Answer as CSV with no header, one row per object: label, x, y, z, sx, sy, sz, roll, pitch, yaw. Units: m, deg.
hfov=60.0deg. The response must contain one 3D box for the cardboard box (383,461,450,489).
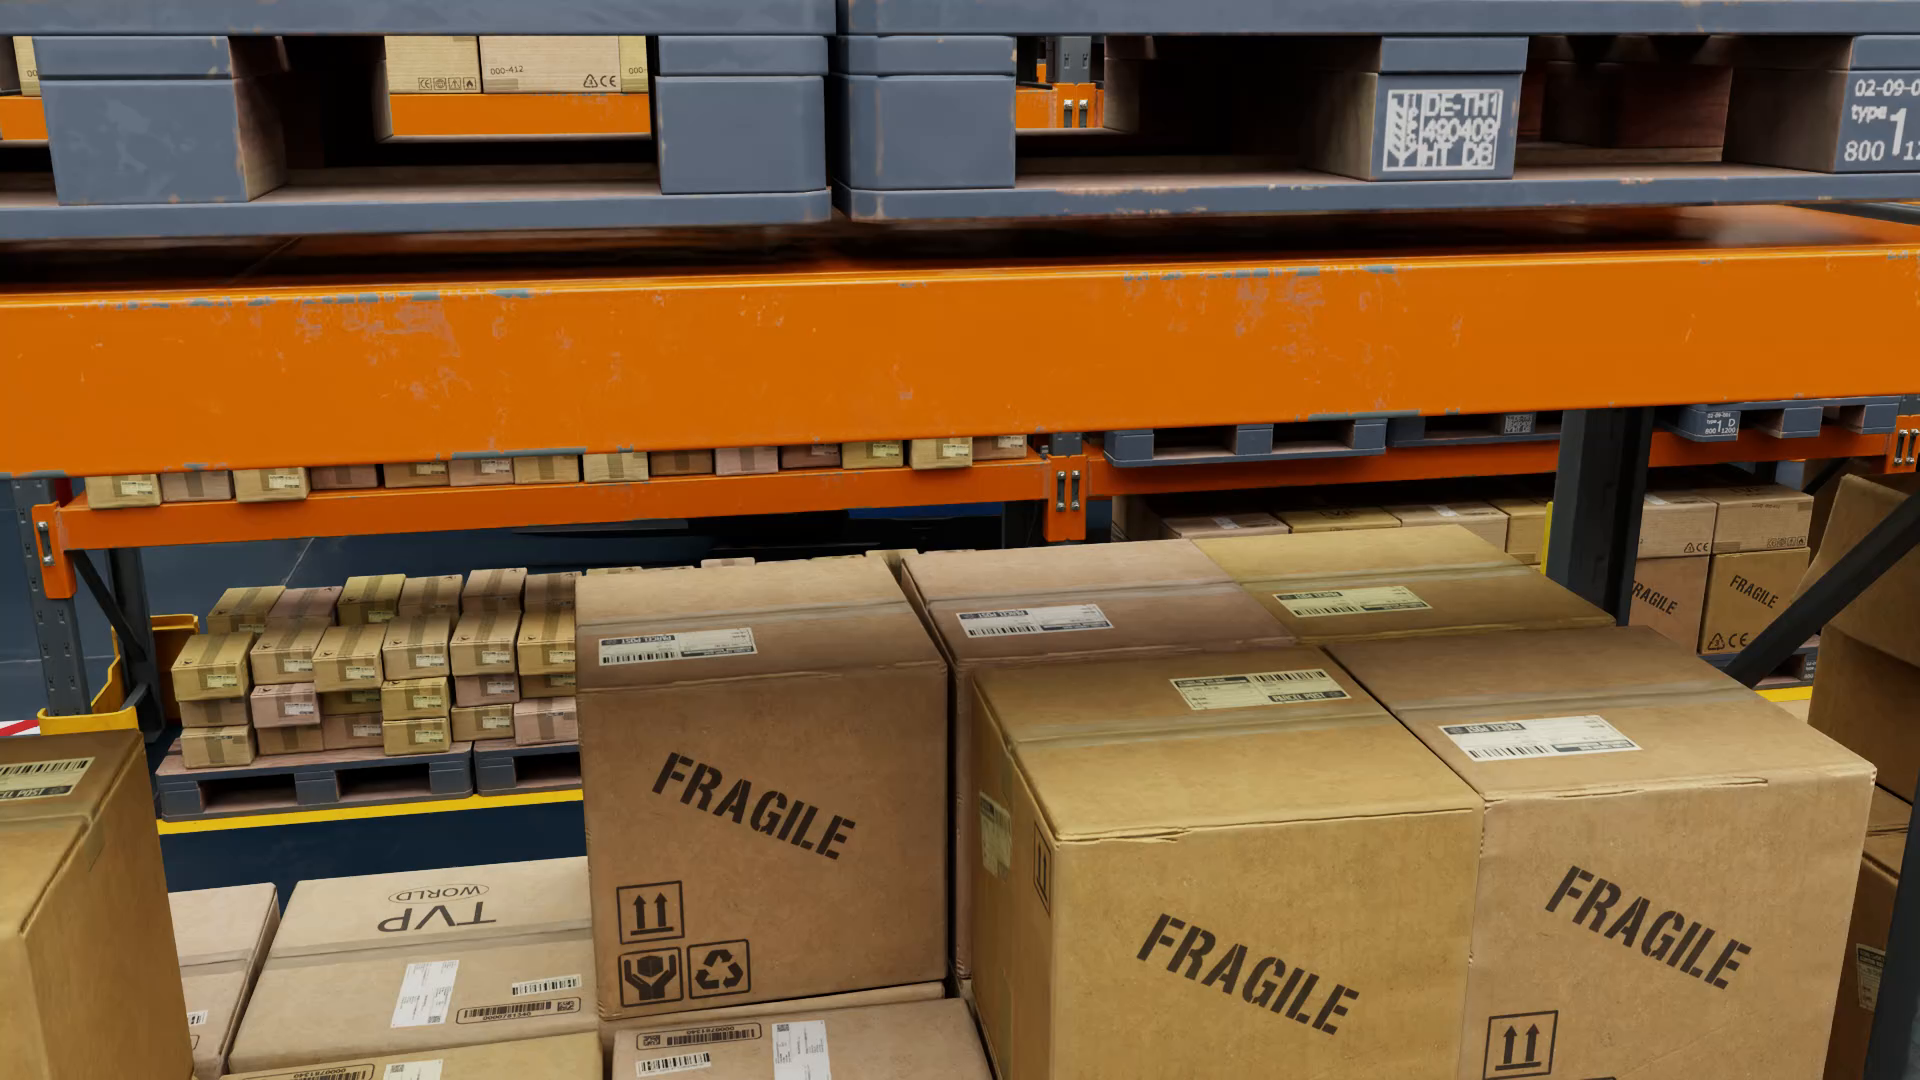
cardboard box,-2.174,-0.333,6.715,0.250,0.149,0.380,-3,17,-11

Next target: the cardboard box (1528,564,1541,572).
cardboard box,2.661,0.281,7.831,0.500,0.500,0.500,-4,18,-13

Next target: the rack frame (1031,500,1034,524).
rack frame,0.414,-0.532,10.128,0.032,1.125,0.500,-1,17,-5

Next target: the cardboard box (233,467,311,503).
cardboard box,-2.674,-0.271,6.513,0.250,0.149,0.380,-4,17,-12

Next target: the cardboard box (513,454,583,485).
cardboard box,-1.668,-0.347,6.760,0.250,0.149,0.380,-3,17,-8

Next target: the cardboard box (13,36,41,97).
cardboard box,-3.081,-1.755,6.065,0.500,0.250,0.500,-3,17,-8

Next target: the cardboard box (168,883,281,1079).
cardboard box,-1.305,0.763,2.467,0.500,0.250,0.500,-4,17,-12

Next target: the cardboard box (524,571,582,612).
cardboard box,-1.811,0.275,7.435,0.250,0.149,0.380,-4,17,-12

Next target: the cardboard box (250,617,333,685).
cardboard box,-2.743,0.455,6.850,0.250,0.149,0.380,-3,17,-9

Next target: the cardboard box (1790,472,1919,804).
cardboard box,1.824,0.206,2.655,0.637,0.503,0.797,-4,17,-12

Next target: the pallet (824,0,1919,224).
pallet,0.394,-0.578,2.127,1.213,0.211,1.003,-3,17,-10

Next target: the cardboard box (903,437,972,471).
cardboard box,-0.111,-0.415,6.983,0.250,0.149,0.380,-4,17,-12

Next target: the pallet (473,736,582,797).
pallet,-1.496,0.785,7.397,1.213,0.211,1.003,-3,17,-10

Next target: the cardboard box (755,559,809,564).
cardboard box,-0.793,0.220,7.613,0.250,0.149,0.380,-4,17,-12

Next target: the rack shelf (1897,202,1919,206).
rack shelf,3.163,-0.431,2.721,4.000,0.370,1.077,-3,17,-10

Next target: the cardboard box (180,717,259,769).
cardboard box,-2.995,0.783,6.793,0.250,0.149,0.380,-3,17,-9

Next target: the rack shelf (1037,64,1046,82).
rack shelf,1.283,-3.287,12.023,4.000,0.370,1.077,-3,17,-10

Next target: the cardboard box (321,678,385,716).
cardboard box,-2.504,0.585,6.933,0.250,0.149,0.380,-3,17,-10

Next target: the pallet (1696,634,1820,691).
pallet,3.517,0.489,8.361,1.213,0.211,1.003,-3,17,-10

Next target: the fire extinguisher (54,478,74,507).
fire extinguisher,-3.905,-0.346,7.095,0.183,0.674,0.296,-3,17,-10

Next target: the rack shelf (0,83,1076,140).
rack shelf,-1.607,-1.643,6.670,4.000,0.370,1.077,-3,17,-10

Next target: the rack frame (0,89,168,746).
rack frame,-3.570,-0.442,6.642,0.127,3.000,1.000,-3,17,-10

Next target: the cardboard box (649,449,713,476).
cardboard box,-1.164,-0.388,6.894,0.250,0.149,0.380,-4,17,-11

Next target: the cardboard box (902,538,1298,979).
cardboard box,0.195,0.320,2.633,0.500,0.500,0.500,-3,17,-10

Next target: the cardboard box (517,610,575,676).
cardboard box,-1.703,0.426,6.945,0.250,0.149,0.380,-3,17,-10

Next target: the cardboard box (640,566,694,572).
cardboard box,-1.310,0.250,7.517,0.250,0.149,0.380,-4,18,-13

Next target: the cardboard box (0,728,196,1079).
cardboard box,-1.208,0.557,1.860,0.500,0.500,0.500,-4,17,-12

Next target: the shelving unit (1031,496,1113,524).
shelving unit,0.920,-0.545,10.170,1.048,1.125,0.538,-1,17,-5

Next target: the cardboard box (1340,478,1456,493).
cardboard box,2.064,-0.202,8.124,0.500,0.250,0.500,-4,18,-13

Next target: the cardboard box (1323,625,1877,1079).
cardboard box,0.798,0.445,2.227,0.500,0.500,0.500,-3,17,-9

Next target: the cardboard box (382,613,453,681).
cardboard box,-2.244,0.440,6.898,0.250,0.149,0.380,-4,18,-13

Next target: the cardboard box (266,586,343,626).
cardboard box,-2.841,0.336,7.237,0.250,0.149,0.380,-3,17,-9

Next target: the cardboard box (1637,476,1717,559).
cardboard box,3.169,-0.107,7.816,0.500,0.250,0.500,-3,17,-10

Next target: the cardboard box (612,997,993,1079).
cardboard box,-0.194,0.859,2.156,0.500,0.250,0.500,-3,17,-9

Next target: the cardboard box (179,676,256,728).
cardboard box,-3.007,0.623,6.809,0.250,0.149,0.380,-3,17,-8

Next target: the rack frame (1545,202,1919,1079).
rack frame,1.199,0.771,2.693,0.127,3.000,1.000,-3,17,-10

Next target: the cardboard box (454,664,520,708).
cardboard box,-1.989,0.559,7.015,0.250,0.149,0.380,-4,18,-13

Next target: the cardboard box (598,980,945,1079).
cardboard box,-0.309,0.708,2.648,0.500,0.250,0.500,-3,17,-9

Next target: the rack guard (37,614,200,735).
rack guard,-3.496,0.749,7.022,0.348,0.500,1.175,-3,17,-10

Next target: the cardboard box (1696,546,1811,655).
cardboard box,3.688,0.219,8.033,0.500,0.500,0.500,-3,17,-11

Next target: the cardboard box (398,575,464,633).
cardboard box,-2.344,0.289,7.390,0.250,0.149,0.380,-4,18,-13

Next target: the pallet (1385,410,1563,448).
pallet,2.349,-0.674,7.723,1.213,0.211,1.003,-3,17,-10

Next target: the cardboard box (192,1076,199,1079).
cardboard box,-1.203,0.916,1.968,0.500,0.250,0.500,-4,17,-12

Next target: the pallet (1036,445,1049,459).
pallet,0.062,-0.818,12.615,1.213,0.211,1.003,-3,17,-10

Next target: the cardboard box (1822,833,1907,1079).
cardboard box,1.698,0.769,2.528,0.500,0.500,0.500,-3,17,-10

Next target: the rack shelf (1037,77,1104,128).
rack shelf,2.321,-1.866,7.395,4.000,0.370,1.077,-3,17,-10

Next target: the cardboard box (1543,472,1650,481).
cardboard box,3.064,-0.255,8.298,0.500,0.250,0.500,-3,17,-11

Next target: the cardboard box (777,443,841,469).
cardboard box,-0.651,-0.423,7.009,0.250,0.149,0.380,-4,17,-12

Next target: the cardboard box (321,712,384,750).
cardboard box,-2.511,0.729,6.969,0.250,0.149,0.380,-3,17,-10

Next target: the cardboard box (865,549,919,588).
cardboard box,-0.302,0.171,7.774,0.250,0.149,0.380,-2,17,-8

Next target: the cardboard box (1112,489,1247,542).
cardboard box,1.041,-0.143,7.935,0.500,0.250,0.500,-4,17,-12

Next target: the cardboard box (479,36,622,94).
cardboard box,-1.551,-1.842,6.345,0.500,0.250,0.500,-3,17,-11

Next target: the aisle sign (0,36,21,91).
aisle sign,-3.699,-1.767,6.528,0.004,0.787,0.394,-3,17,-10

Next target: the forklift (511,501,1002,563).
forklift,-1.142,-1.368,9.773,3.031,2.935,1.130,-1,17,-5

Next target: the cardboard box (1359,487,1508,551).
cardboard box,2.157,-0.051,7.636,0.500,0.250,0.500,-3,17,-8

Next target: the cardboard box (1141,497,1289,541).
cardboard box,1.133,0.006,7.448,0.500,0.250,0.500,-4,18,-13

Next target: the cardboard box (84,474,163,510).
cardboard box,-3.190,-0.245,6.430,0.250,0.149,0.380,-3,17,-11

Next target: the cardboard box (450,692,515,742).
cardboard box,-2.007,0.705,7.048,0.250,0.149,0.380,-3,17,-10
